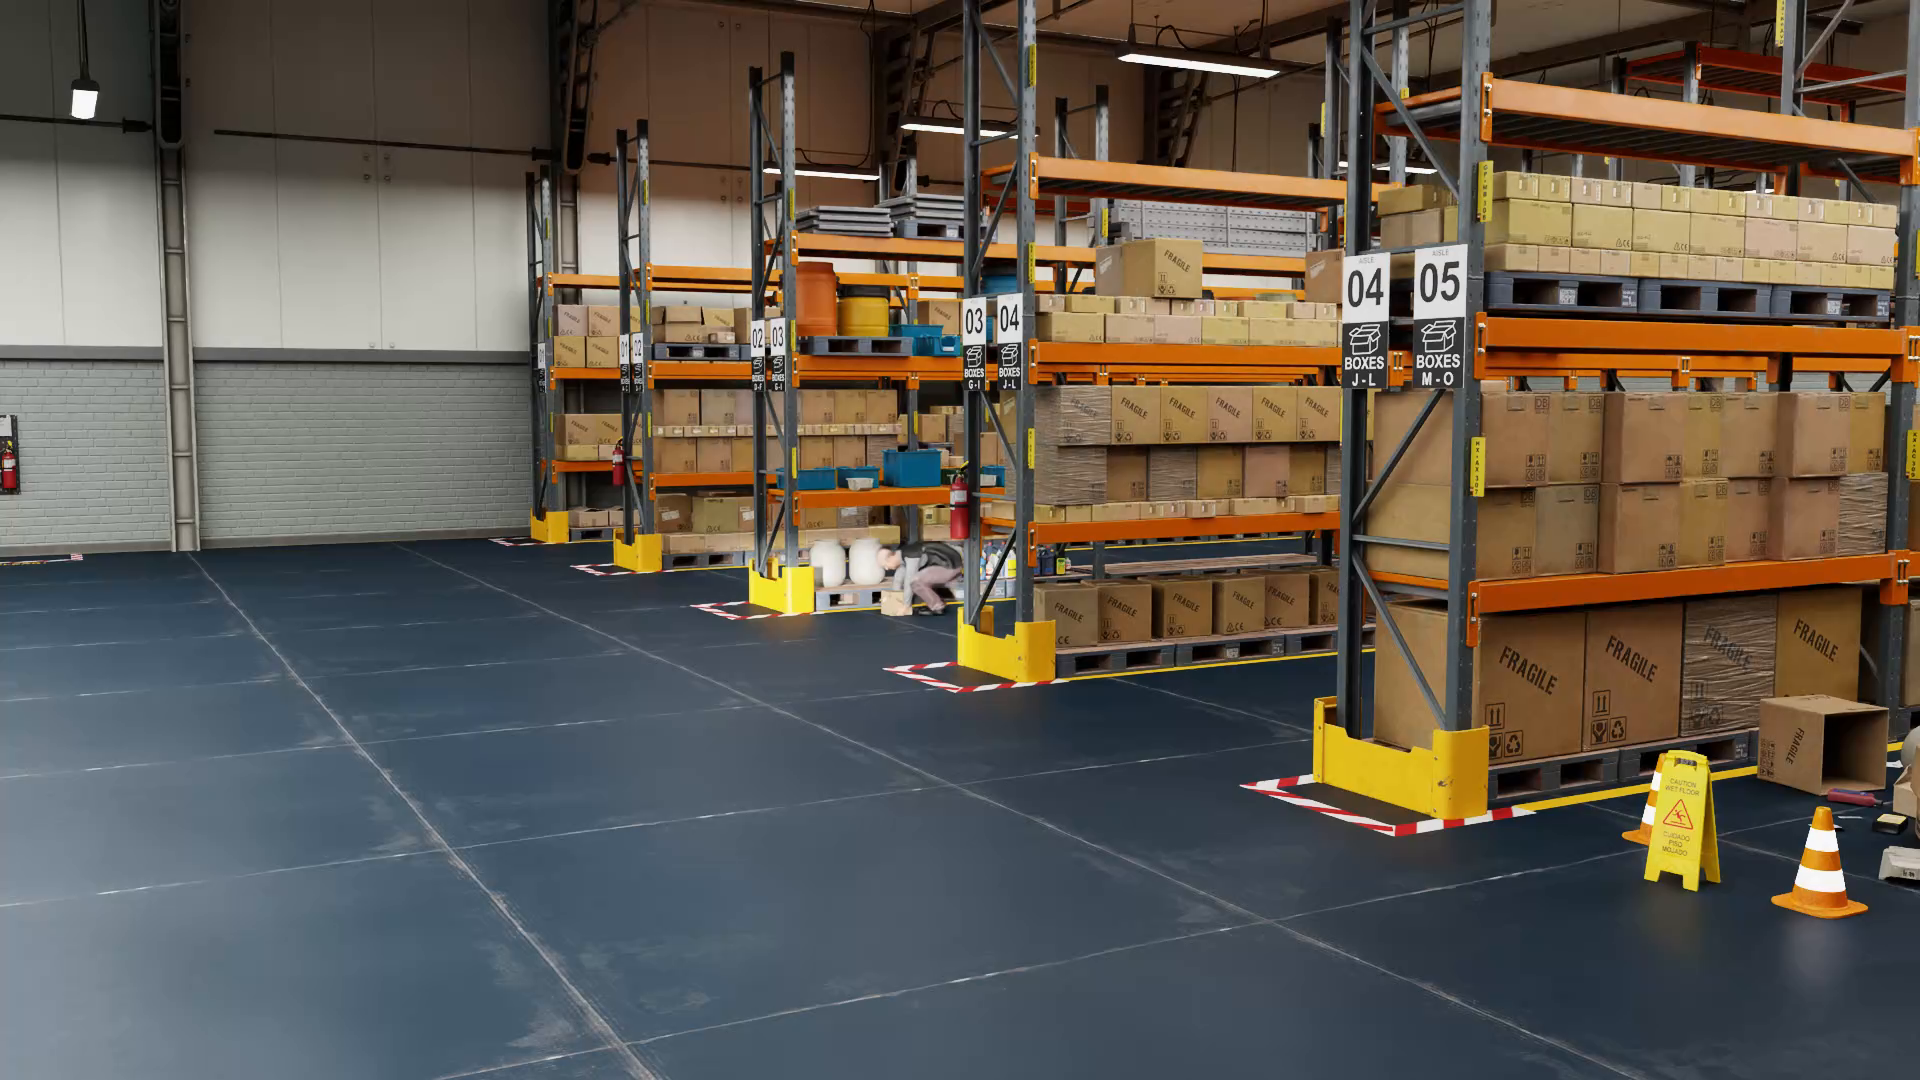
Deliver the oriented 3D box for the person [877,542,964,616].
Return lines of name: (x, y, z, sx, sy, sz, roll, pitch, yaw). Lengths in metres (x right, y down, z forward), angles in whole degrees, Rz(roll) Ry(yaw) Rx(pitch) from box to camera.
person: (-0.435, 0.422, 18.026, 0.945, 0.807, 0.501, -1, 5, -11)
